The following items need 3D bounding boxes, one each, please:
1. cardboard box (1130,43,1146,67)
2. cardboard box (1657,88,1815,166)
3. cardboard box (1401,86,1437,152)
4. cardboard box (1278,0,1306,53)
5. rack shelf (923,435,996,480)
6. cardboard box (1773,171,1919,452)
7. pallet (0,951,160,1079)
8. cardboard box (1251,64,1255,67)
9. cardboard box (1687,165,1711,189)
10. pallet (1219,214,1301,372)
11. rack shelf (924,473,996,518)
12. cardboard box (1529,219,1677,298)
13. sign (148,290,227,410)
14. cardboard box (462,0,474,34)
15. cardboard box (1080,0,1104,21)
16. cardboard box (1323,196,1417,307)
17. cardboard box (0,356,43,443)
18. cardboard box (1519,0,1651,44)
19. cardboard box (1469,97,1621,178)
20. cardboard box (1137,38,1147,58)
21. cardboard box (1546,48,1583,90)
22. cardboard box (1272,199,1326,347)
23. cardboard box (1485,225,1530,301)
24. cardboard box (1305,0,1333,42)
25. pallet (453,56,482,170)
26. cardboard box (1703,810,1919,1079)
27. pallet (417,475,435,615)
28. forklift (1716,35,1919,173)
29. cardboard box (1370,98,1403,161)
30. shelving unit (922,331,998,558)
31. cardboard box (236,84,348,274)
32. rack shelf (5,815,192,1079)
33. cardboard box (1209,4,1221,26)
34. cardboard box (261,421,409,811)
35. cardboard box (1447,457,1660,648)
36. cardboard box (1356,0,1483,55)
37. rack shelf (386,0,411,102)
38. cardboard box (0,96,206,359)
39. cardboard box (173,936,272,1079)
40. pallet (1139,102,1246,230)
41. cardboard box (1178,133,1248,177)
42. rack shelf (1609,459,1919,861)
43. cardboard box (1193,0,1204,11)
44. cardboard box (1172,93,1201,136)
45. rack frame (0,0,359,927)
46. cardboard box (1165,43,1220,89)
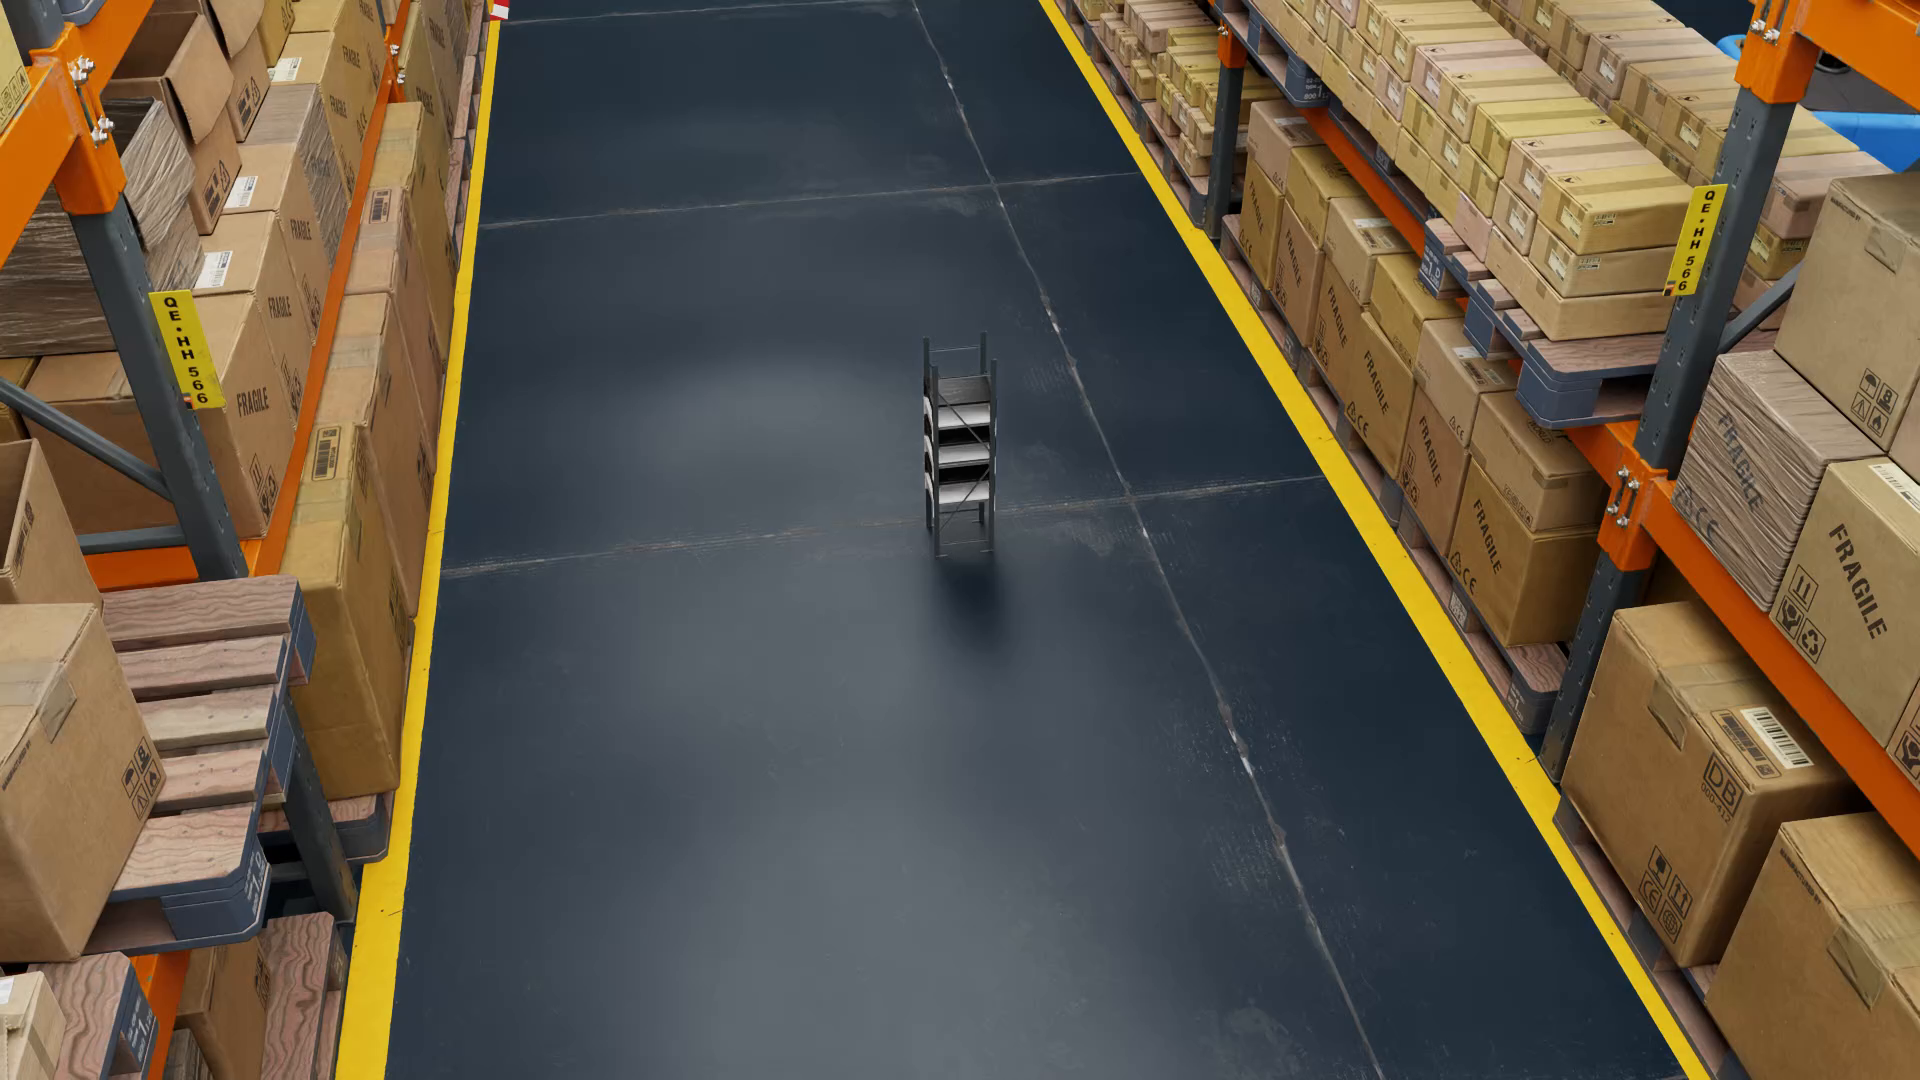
[{"bbox_3d":[1.237,-2.884,9.999,0.380,0.149,0.250,-6,38,-7],"label":"cardboard box"},{"bbox_3d":[2.525,-1.350,5.420,0.380,0.149,0.250,-6,38,-8],"label":"cardboard box"},{"bbox_3d":[1.787,-1.493,5.847,0.380,0.149,0.250,-6,38,-8],"label":"cardboard box"},{"bbox_3d":[1.556,-2.163,6.952,0.380,0.149,0.250,-6,38,-7],"label":"cardboard box"},{"bbox_3d":[-0.001,-0.334,6.501,0.258,0.077,0.200,-6,38,-8],"label":"rack shelf"},{"bbox_3d":[2.573,-0.600,4.181,0.700,0.500,0.500,-6,38,-8],"label":"cardboard box"},{"bbox_3d":[-2.010,1.302,2.786,1.003,0.211,1.213,-6,38,-8],"label":"pallet"},{"bbox_3d":[1.799,-2.715,9.538,0.380,0.149,0.250,-8,39,-10],"label":"cardboard box"},{"bbox_3d":[2.567,-1.099,5.340,0.380,0.149,0.250,-4,38,-6],"label":"cardboard box"},{"bbox_3d":[1.940,-1.283,8.229,1.003,0.211,1.213,-6,38,-8],"label":"pallet"},{"bbox_3d":[-0.001,-0.192,6.611,0.258,0.077,0.200,-6,38,-8],"label":"rack shelf"},{"bbox_3d":[1.969,-0.871,5.047,0.380,0.149,0.250,-5,38,-7],"label":"cardboard box"},{"bbox_3d":[-1.865,-0.455,4.012,0.100,0.325,0.005,-6,38,-8],"label":"sign"},{"bbox_3d":[-3.609,-3.746,10.517,0.875,0.875,0.875,-6,38,-8],"label":"cardboard box"},{"bbox_3d":[0.992,-3.494,10.784,0.380,0.149,0.250,-6,38,-7],"label":"cardboard box"},{"bbox_3d":[1.853,-1.224,6.965,0.500,0.250,0.500,-5,38,-6],"label":"cardboard box"},{"bbox_3d":[-2.728,-0.276,4.579,0.500,0.500,0.500,-5,38,-7],"label":"cardboard box"},{"bbox_3d":[2.341,-1.984,6.237,0.380,0.149,0.250,-7,38,-9],"label":"cardboard box"},{"bbox_3d":[1.879,-1.296,5.351,0.380,0.149,0.250,-5,38,-7],"label":"cardboard box"},{"bbox_3d":[1.272,-2.967,9.863,0.380,0.149,0.250,-8,39,-10],"label":"cardboard box"},{"bbox_3d":[2.389,-1.713,6.130,0.380,0.149,0.250,-7,38,-8],"label":"cardboard box"},{"bbox_3d":[1.765,-1.238,7.594,0.500,0.500,0.500,-5,38,-6],"label":"cardboard box"},{"bbox_3d":[1.923,-0.903,5.330,0.380,0.149,0.250,-6,38,-8],"label":"cardboard box"},{"bbox_3d":[1.607,-2.119,6.652,0.380,0.149,0.250,-5,38,-6],"label":"cardboard box"},{"bbox_3d":[-3.372,-2.486,9.778,1.003,0.211,1.213,-6,38,-8],"label":"pallet"},{"bbox_3d":[2.678,1.190,4.265,1.050,0.750,0.750,-6,38,-7],"label":"cardboard box"},{"bbox_3d":[-2.672,-0.084,6.686,1.003,0.211,1.213,-6,38,-8],"label":"pallet"},{"bbox_3d":[5.202,-2.456,7.522,3.031,2.935,1.130,3,38,3],"label":"forklift"},{"bbox_3d":[1.745,-1.528,6.135,0.380,0.149,0.250,-5,38,-7],"label":"cardboard box"},{"bbox_3d":[-0.001,-0.360,6.480,0.258,0.900,0.210,-6,38,-8],"label":"shelving unit"},{"bbox_3d":[-2.486,-1.250,5.833,0.500,0.500,0.500,-6,38,-8],"label":"cardboard box"},{"bbox_3d":[-2.047,1.527,2.926,1.077,0.370,4.000,-6,38,-8],"label":"rack shelf"},{"bbox_3d":[1.702,-3.153,9.860,0.380,0.149,0.250,-8,39,-10],"label":"cardboard box"},{"bbox_3d":[-2.498,0.289,5.323,1.225,0.875,0.875,-8,39,-10],"label":"cardboard box"},{"bbox_3d":[2.131,0.014,5.982,0.500,0.500,0.500,-6,38,-8],"label":"cardboard box"},{"bbox_3d":[1.697,-1.925,6.160,0.380,0.149,0.250,-5,38,-7],"label":"cardboard box"},{"bbox_3d":[-3.449,-3.305,9.146,1.077,0.370,4.000,-6,38,-8],"label":"rack shelf"},{"bbox_3d":[-2.509,-0.844,4.493,0.797,0.503,0.637,-5,38,-6],"label":"cardboard box"},{"bbox_3d":[-2.260,1.251,4.374,0.700,0.500,0.500,-8,39,-10],"label":"cardboard box"},{"bbox_3d":[1.650,-2.155,9.351,1.003,0.211,1.213,-6,38,-8],"label":"pallet"},{"bbox_3d":[1.398,-2.094,8.982,0.380,0.149,0.250,-6,38,-7],"label":"cardboard box"},{"bbox_3d":[2.854,1.054,3.534,1.077,0.370,4.000,-6,38,-8],"label":"rack shelf"},{"bbox_3d":[1.247,-3.257,9.995,0.380,0.149,0.250,-6,38,-8],"label":"cardboard box"},{"bbox_3d":[1.375,-2.329,9.043,0.380,0.149,0.250,-8,39,-10],"label":"cardboard box"},{"bbox_3d":[-2.397,0.035,4.260,1.000,3.000,0.127,-6,38,-8],"label":"rack frame"},{"bbox_3d":[1.349,-2.615,9.168,0.380,0.149,0.250,-7,38,-8],"label":"cardboard box"}]
